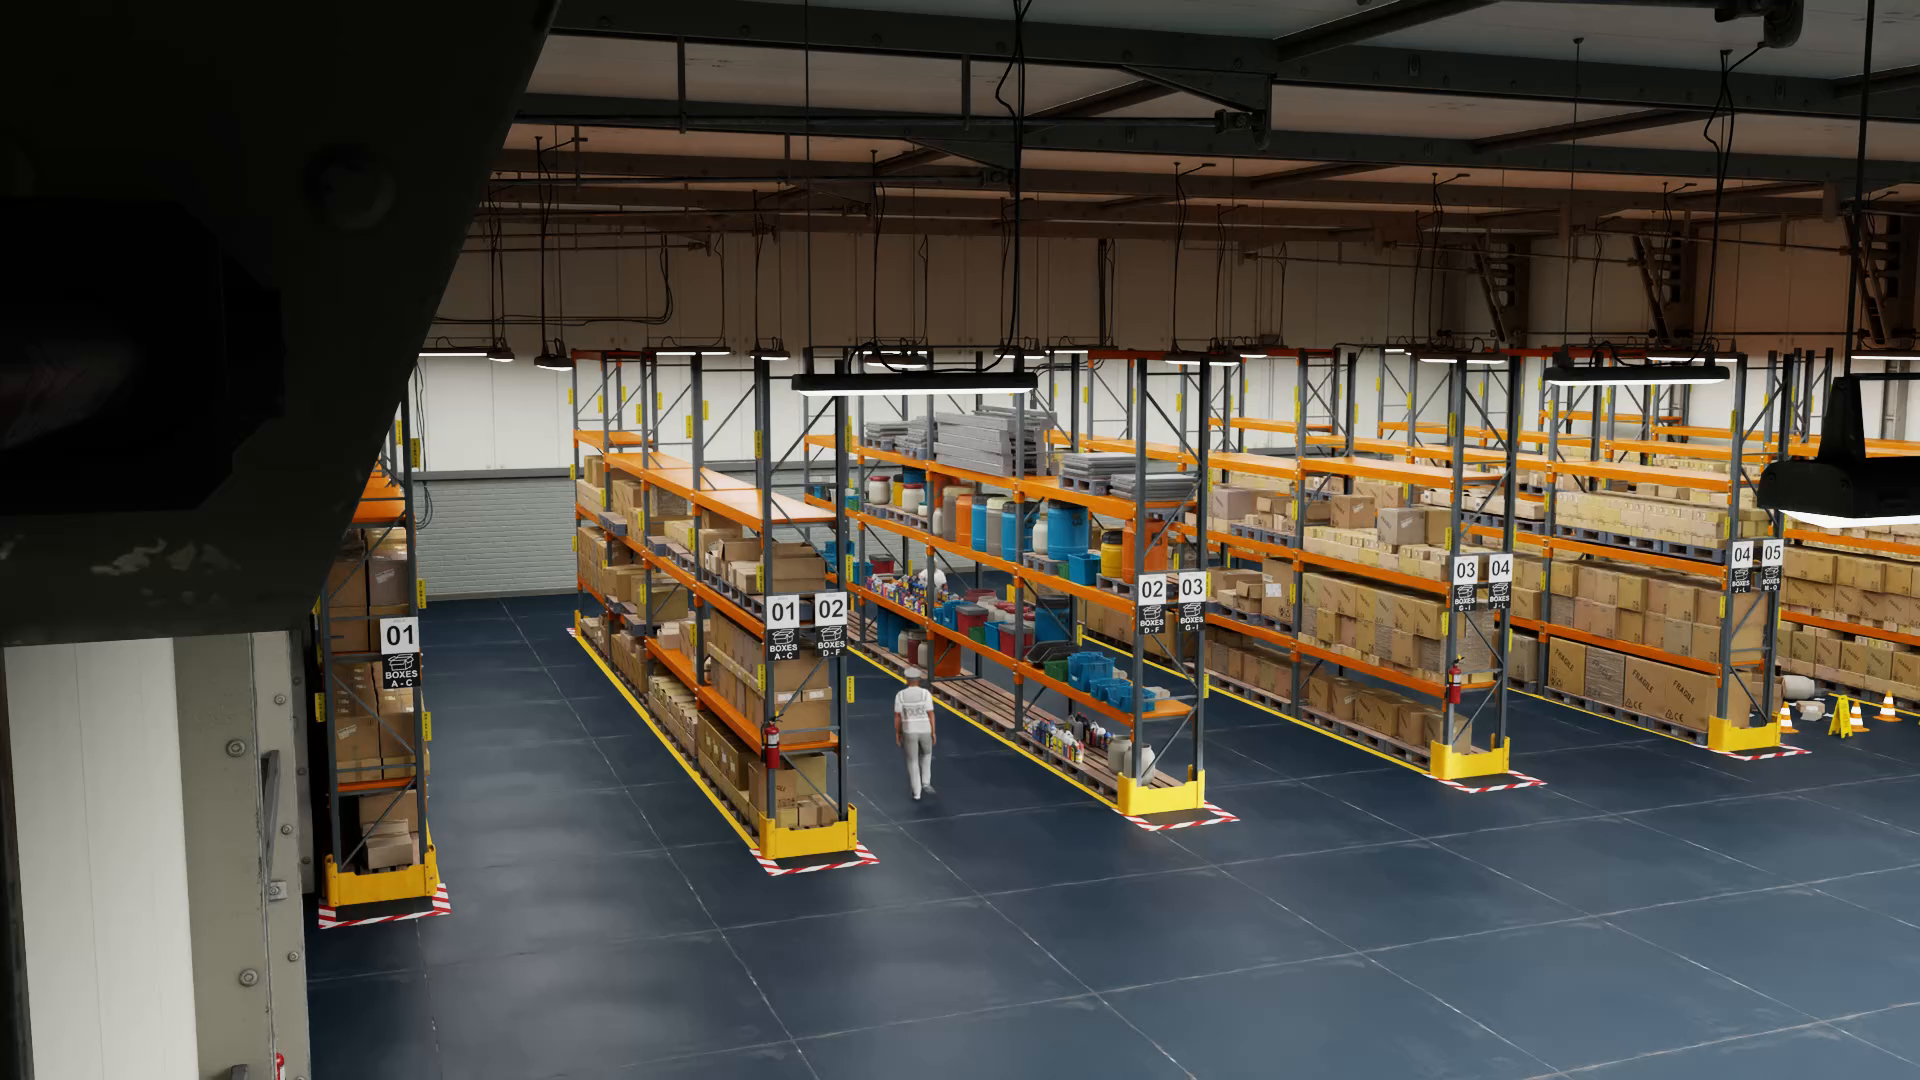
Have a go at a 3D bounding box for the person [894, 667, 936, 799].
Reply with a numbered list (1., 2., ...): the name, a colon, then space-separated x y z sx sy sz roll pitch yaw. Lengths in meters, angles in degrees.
1. person: -0.612 2.638 22.709 0.565 1.771 0.525 -1 7 -9

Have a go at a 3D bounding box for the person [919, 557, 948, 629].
1. person: -0.521 1.184 34.435 0.593 1.698 1.090 -5 9 -35
